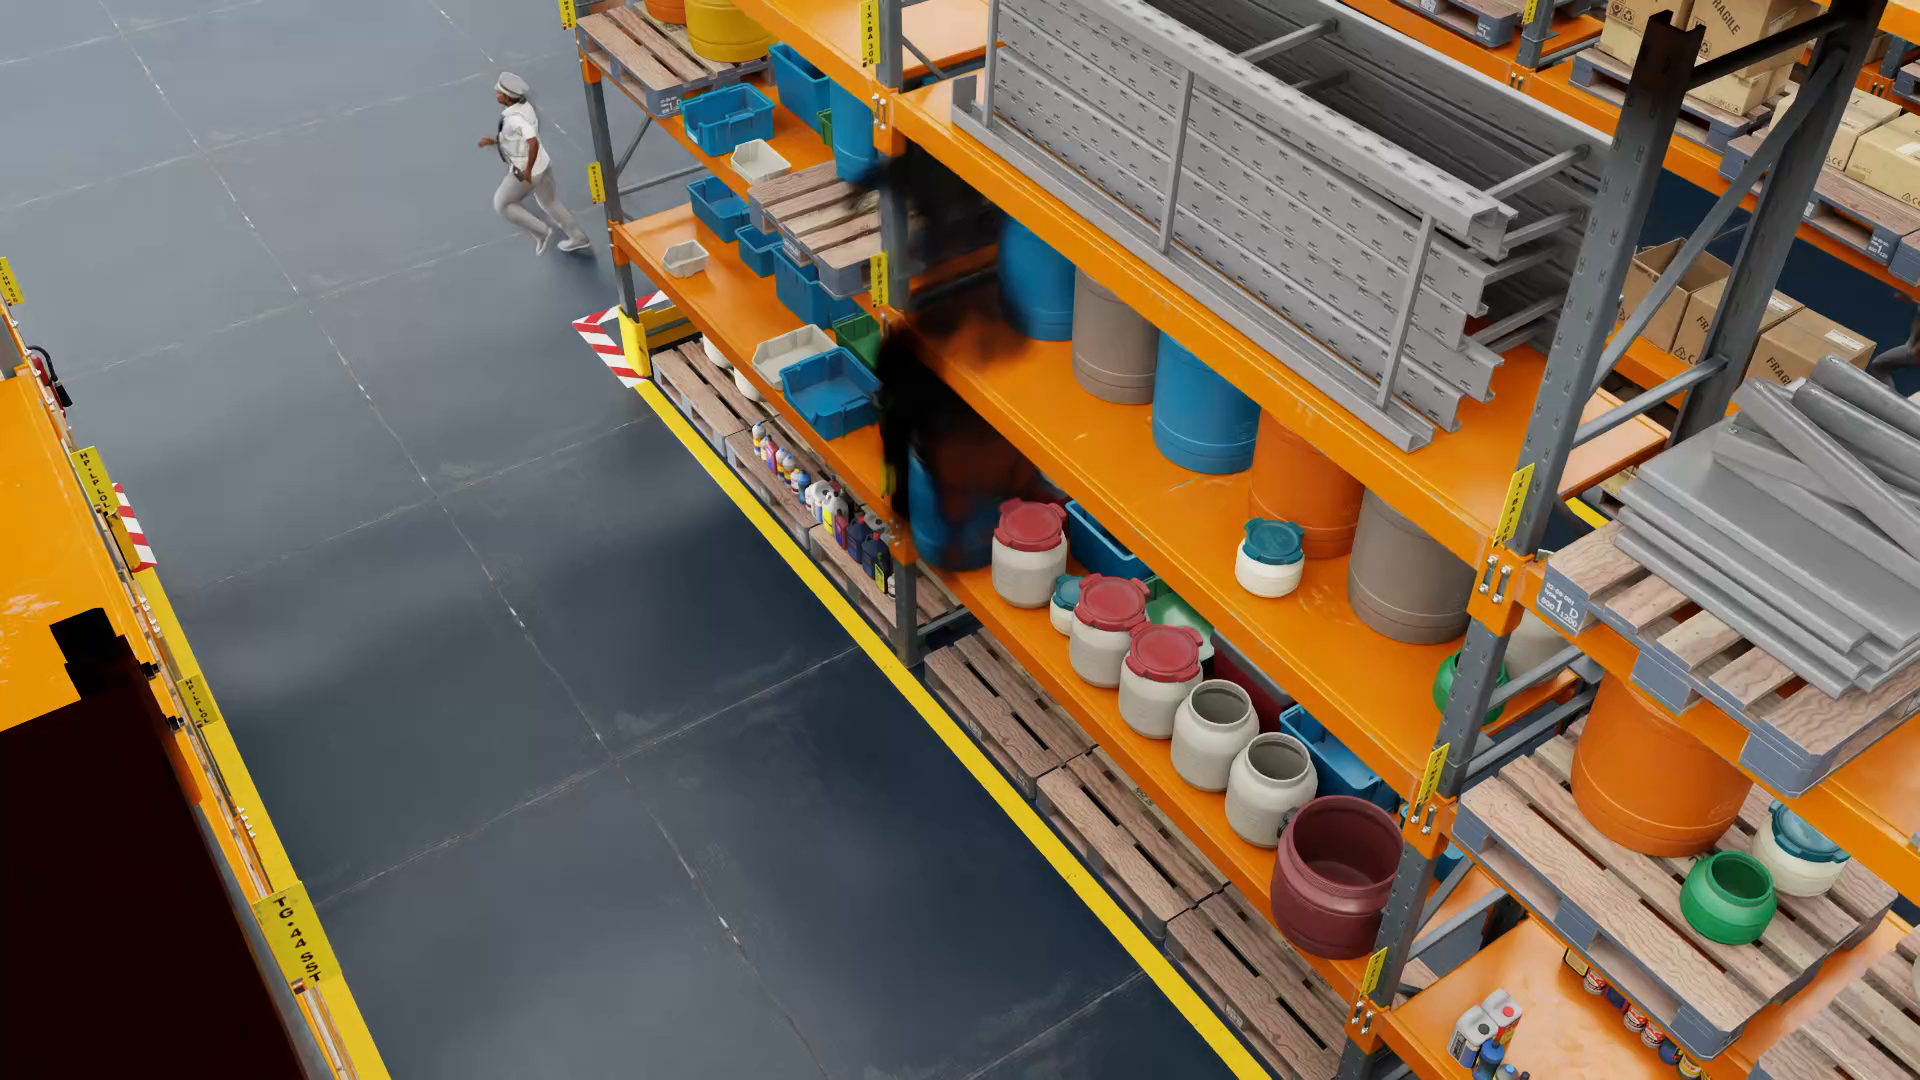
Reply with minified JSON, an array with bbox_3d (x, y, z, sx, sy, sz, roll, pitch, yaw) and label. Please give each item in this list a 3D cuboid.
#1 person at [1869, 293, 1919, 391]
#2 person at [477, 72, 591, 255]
[{"bbox_3d":[6.999,-1.352,12.045,0.543,1.589,0.813,-22,47,-22],"label":"person"},{"bbox_3d":[-3.620,-3.092,13.869,0.811,1.652,0.589,4,43,5],"label":"person"}]
